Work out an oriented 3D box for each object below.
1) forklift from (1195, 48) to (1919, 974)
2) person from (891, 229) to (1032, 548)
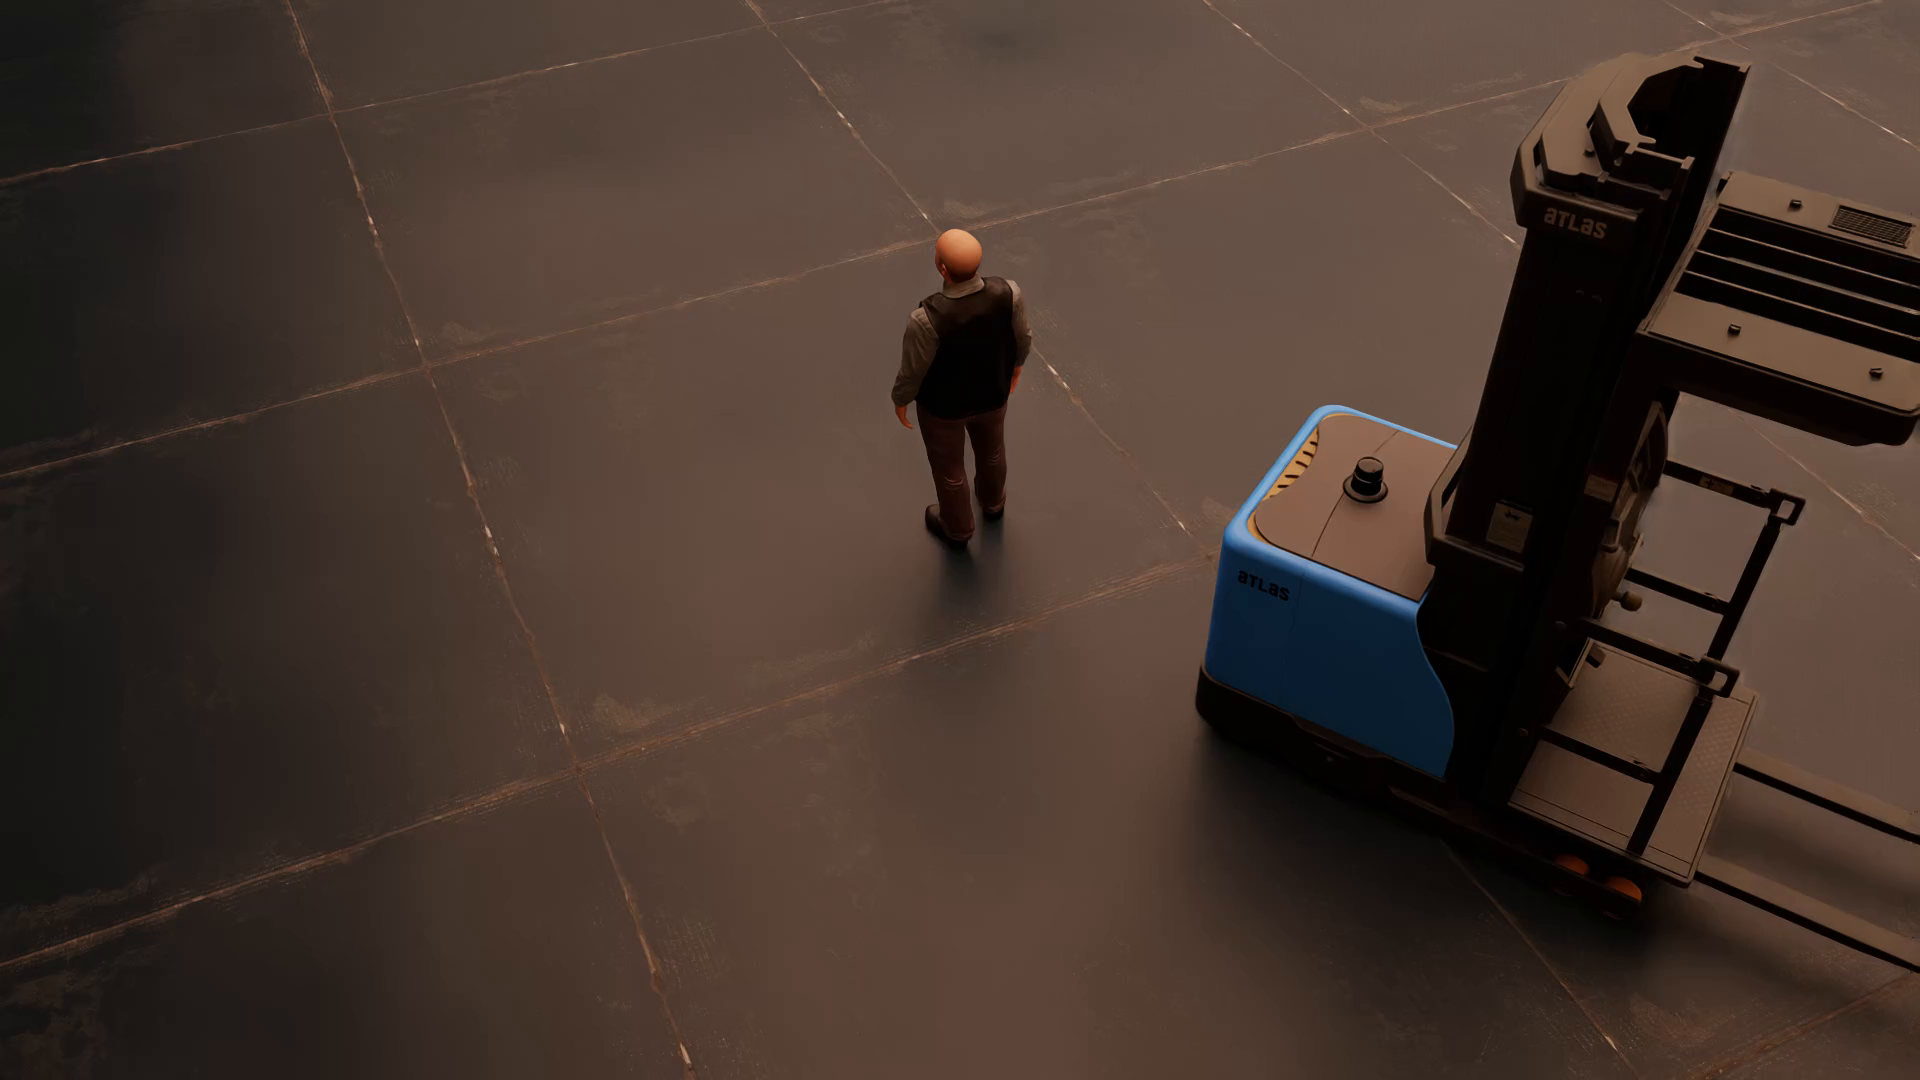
[{"bbox_3d":[2.510,-0.057,5.741,3.031,2.935,1.130,23,48,23],"label":"forklift"},{"bbox_3d":[-0.020,-0.676,7.280,0.634,1.722,0.566,-18,46,-18],"label":"person"}]
